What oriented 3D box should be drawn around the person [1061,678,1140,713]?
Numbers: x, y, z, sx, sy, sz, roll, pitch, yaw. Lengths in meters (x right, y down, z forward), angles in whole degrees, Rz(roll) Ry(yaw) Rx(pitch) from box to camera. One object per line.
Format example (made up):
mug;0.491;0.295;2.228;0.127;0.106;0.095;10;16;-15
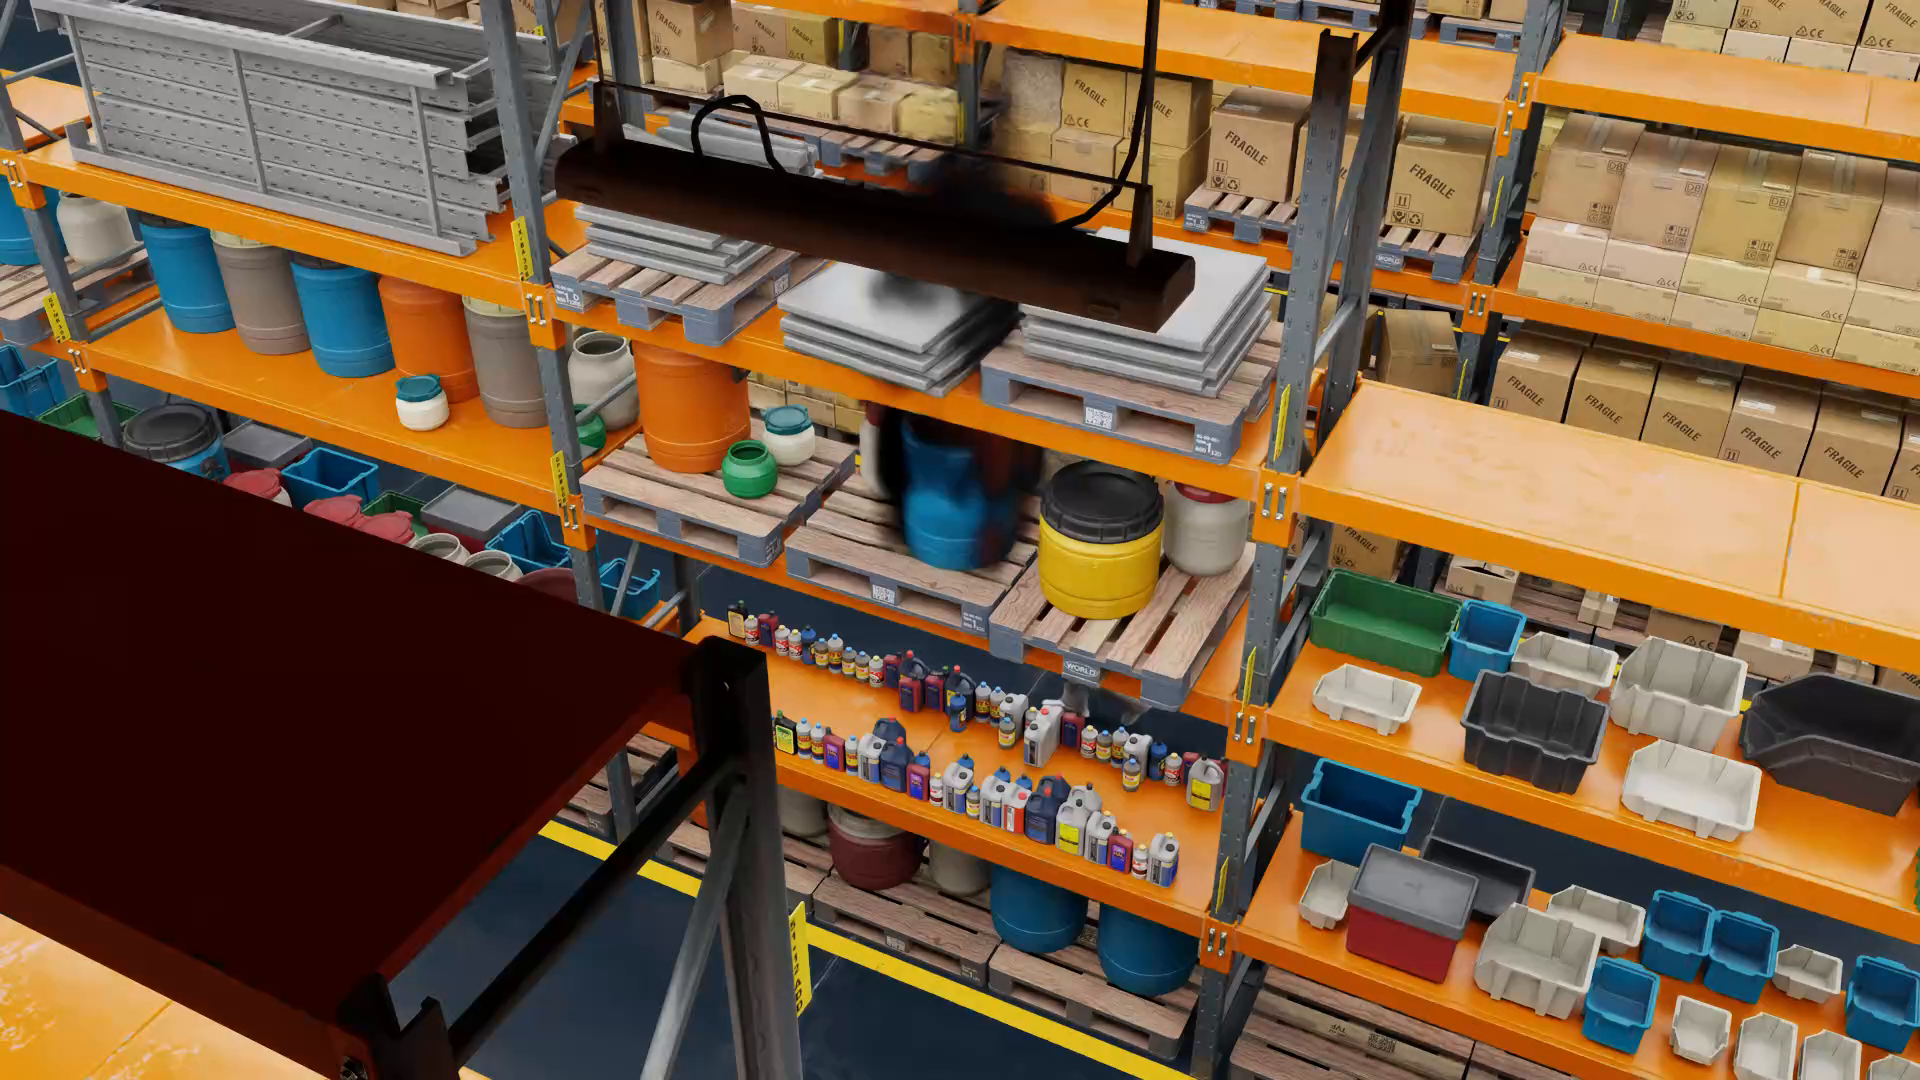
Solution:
person;0.994;0.562;11.488;0.737;1.671;0.711;16;38;22
